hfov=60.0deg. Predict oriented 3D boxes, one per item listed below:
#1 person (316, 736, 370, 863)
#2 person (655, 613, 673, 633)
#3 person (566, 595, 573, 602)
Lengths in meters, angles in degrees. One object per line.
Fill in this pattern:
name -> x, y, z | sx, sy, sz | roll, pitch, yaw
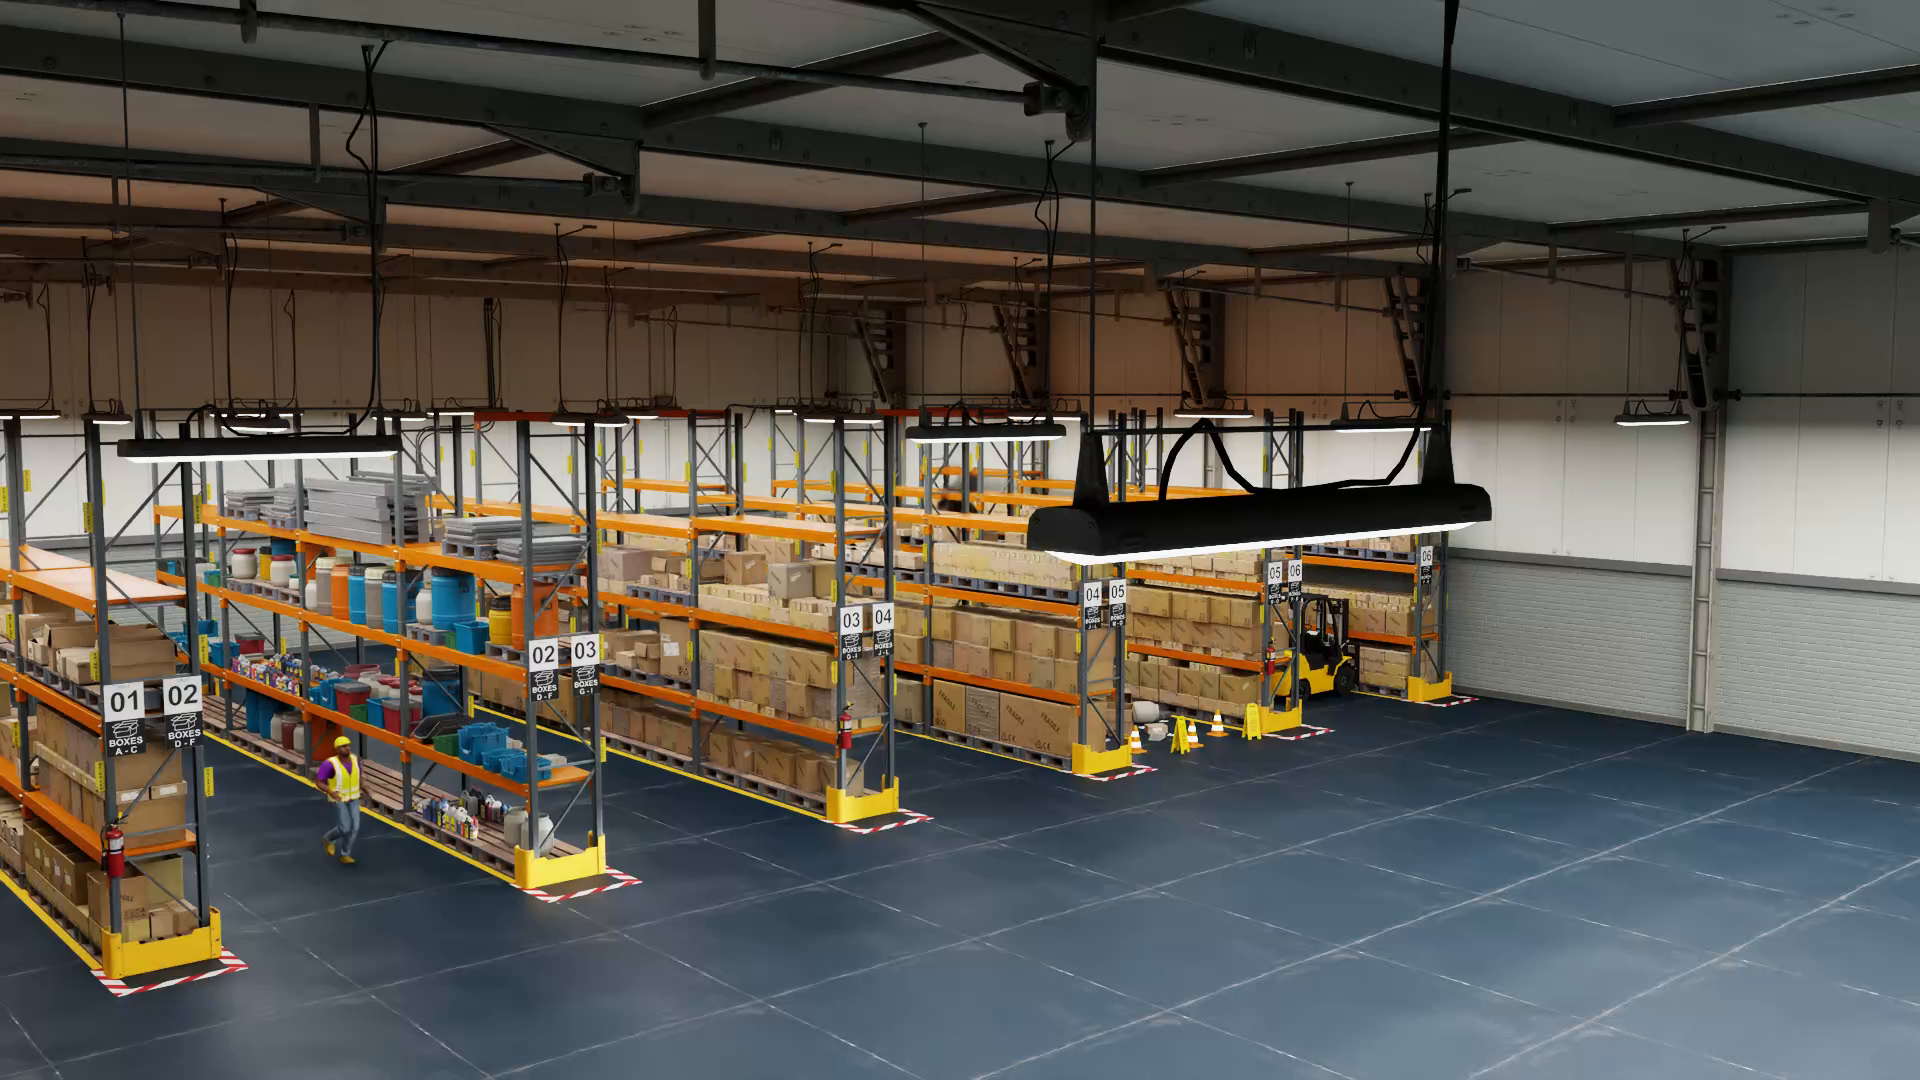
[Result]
person -> -8.326, 3.500, 22.451 | 0.577, 1.726, 0.678 | 4, 6, 37
person -> -6.094, 2.375, 35.083 | 0.682, 1.759, 0.709 | -4, 6, -36
person -> -9.388, 2.009, 39.991 | 0.647, 1.652, 0.496 | 2, 6, 24
